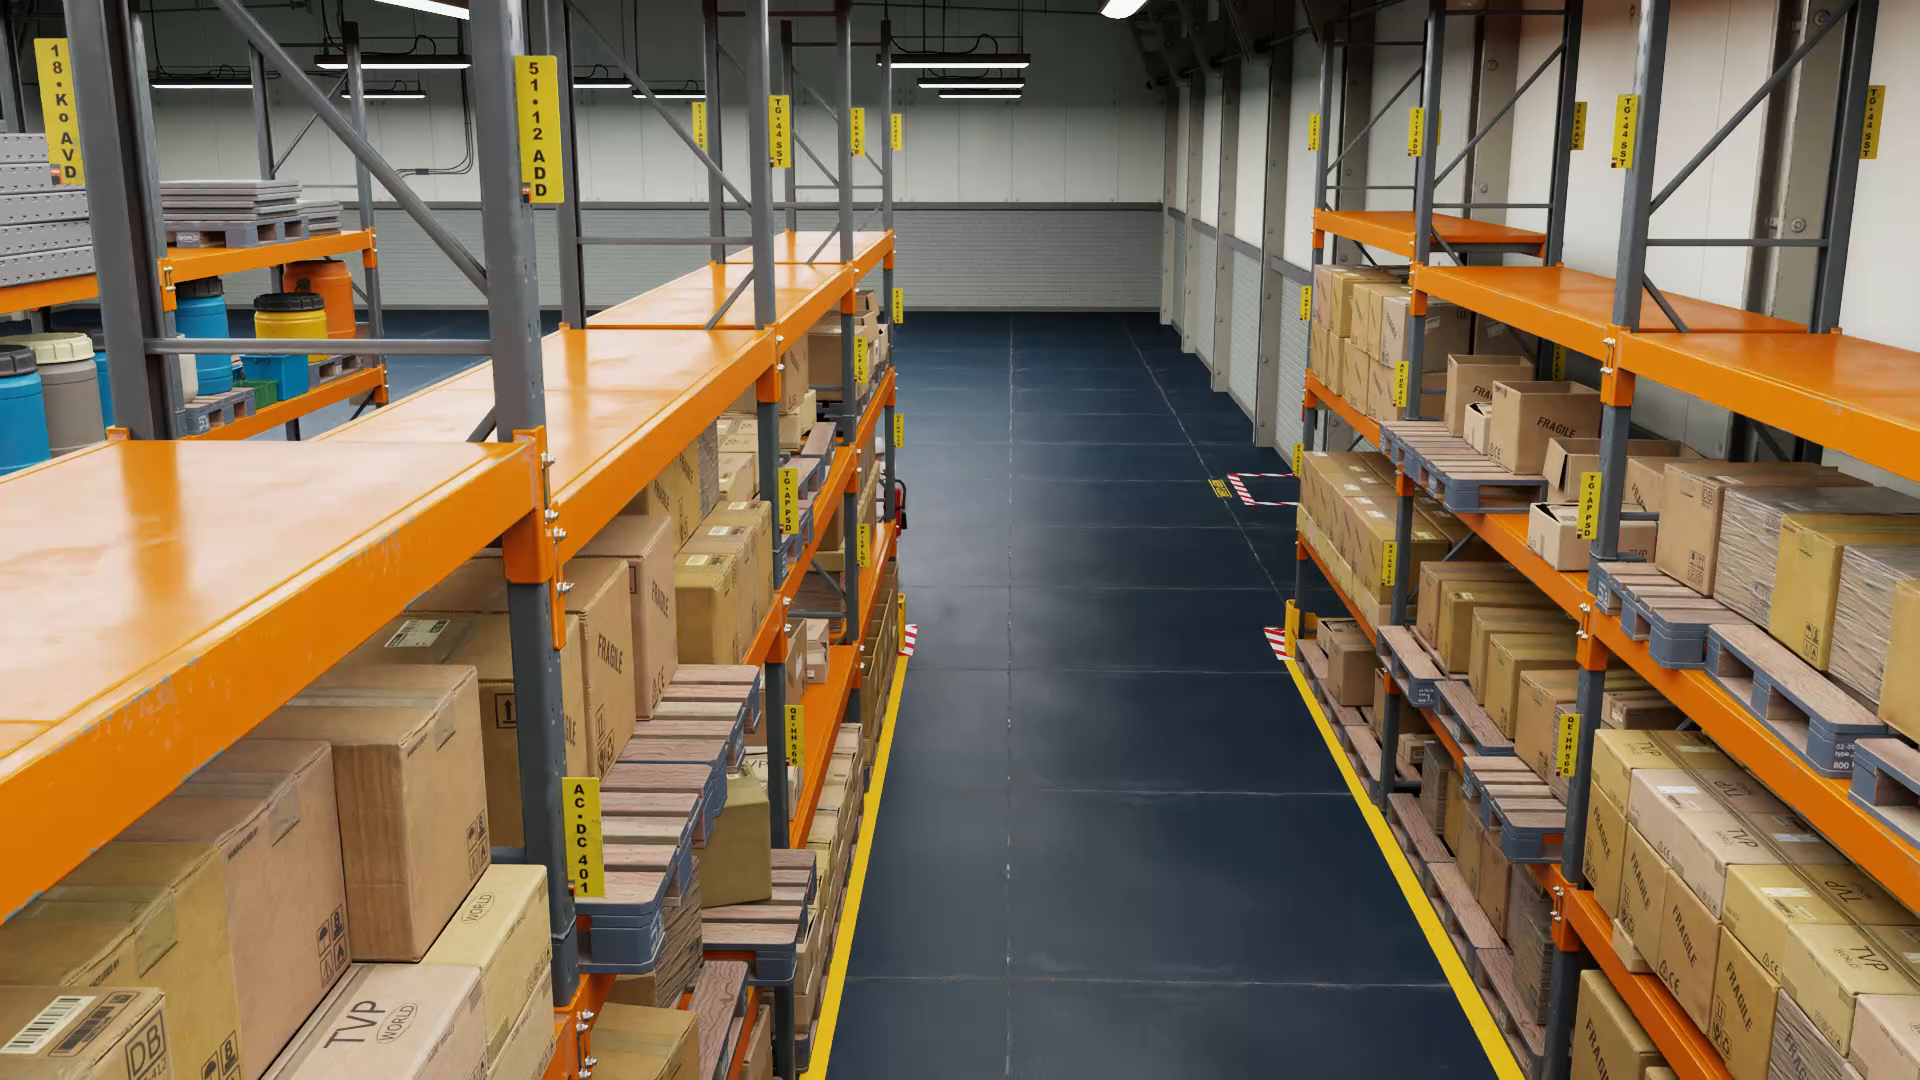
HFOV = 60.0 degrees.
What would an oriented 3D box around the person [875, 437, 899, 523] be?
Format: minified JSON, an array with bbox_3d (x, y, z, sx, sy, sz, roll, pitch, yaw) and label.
[{"bbox_3d":[-0.965,-0.298,18.568,0.539,1.762,0.959,-4,14,-14],"label":"person"}]
